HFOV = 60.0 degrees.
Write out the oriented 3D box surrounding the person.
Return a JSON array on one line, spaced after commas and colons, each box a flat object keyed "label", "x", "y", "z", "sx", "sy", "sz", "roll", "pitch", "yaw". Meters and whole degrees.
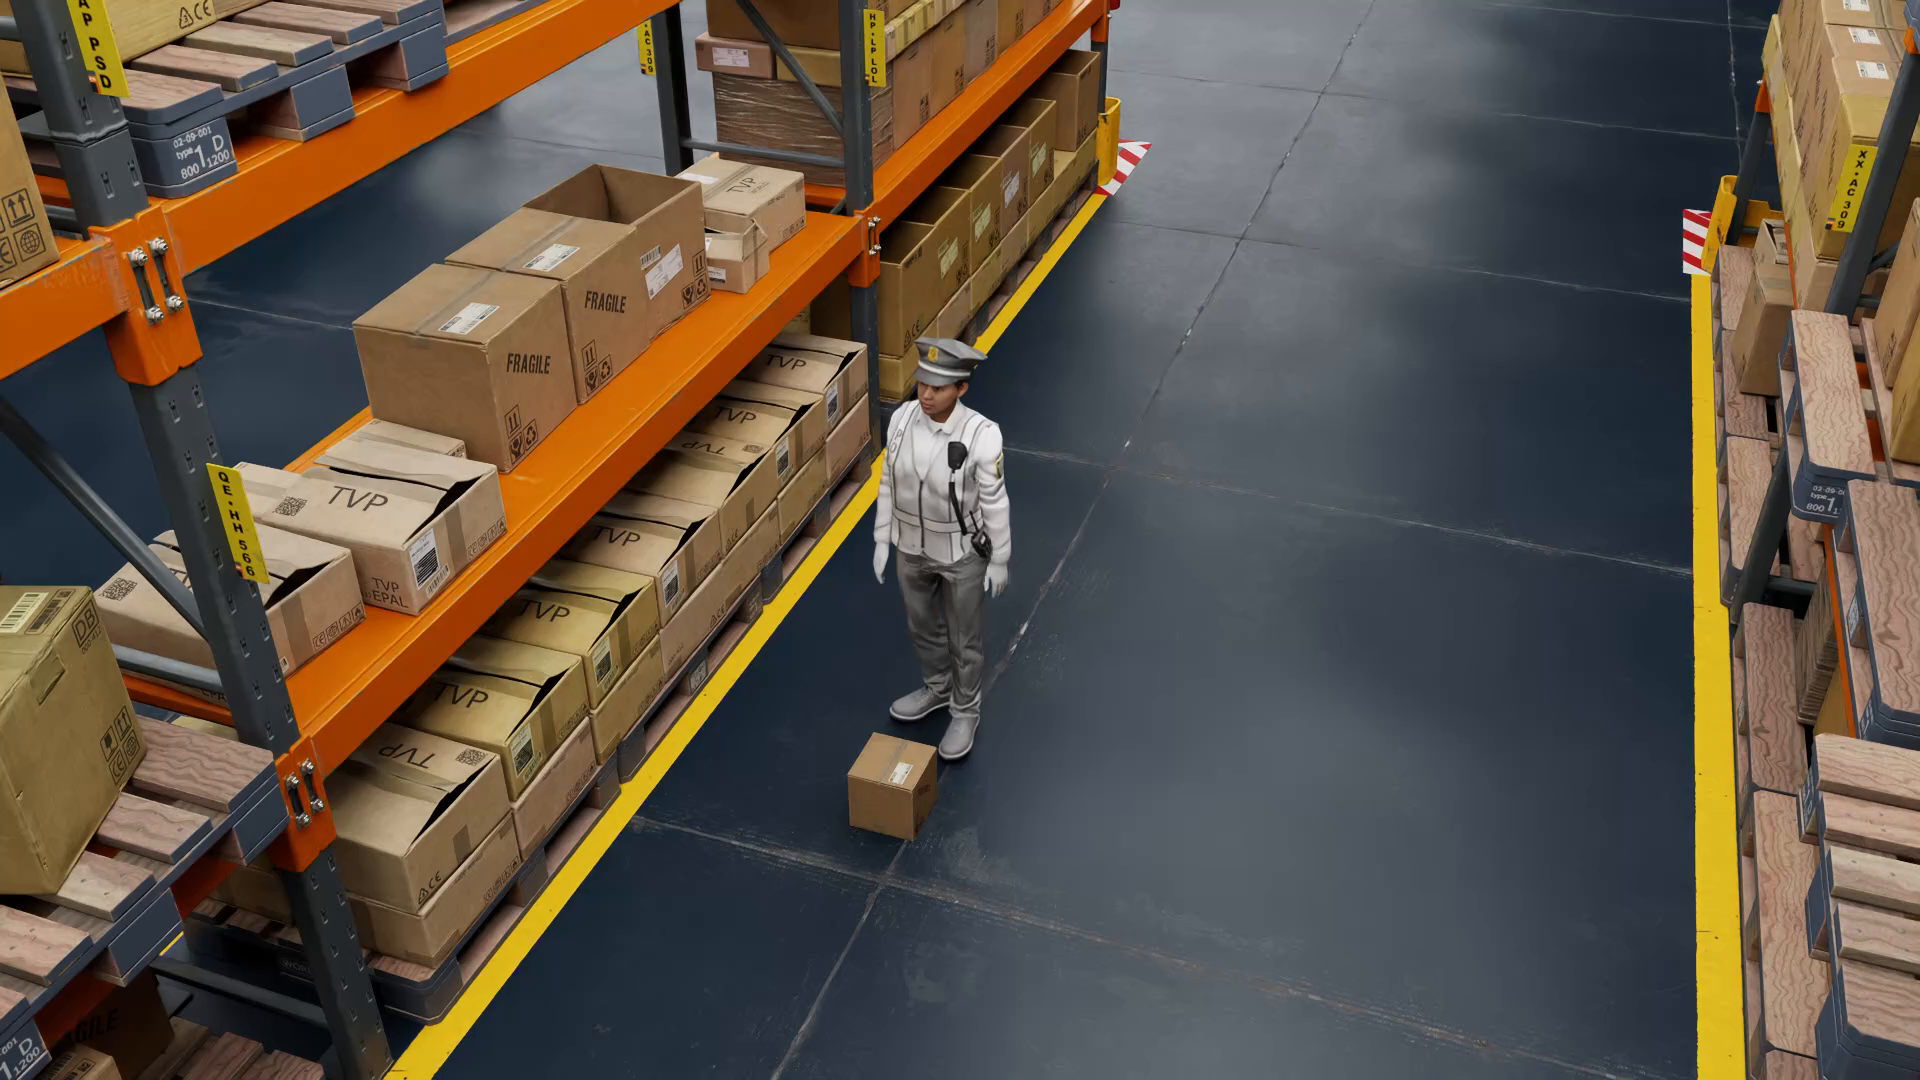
[{"label": "person", "x": -0.066, "y": 0.025, "z": 6.046, "sx": 0.510, "sy": 1.695, "sz": 0.367, "roll": 16, "pitch": 37, "yaw": 23}]
